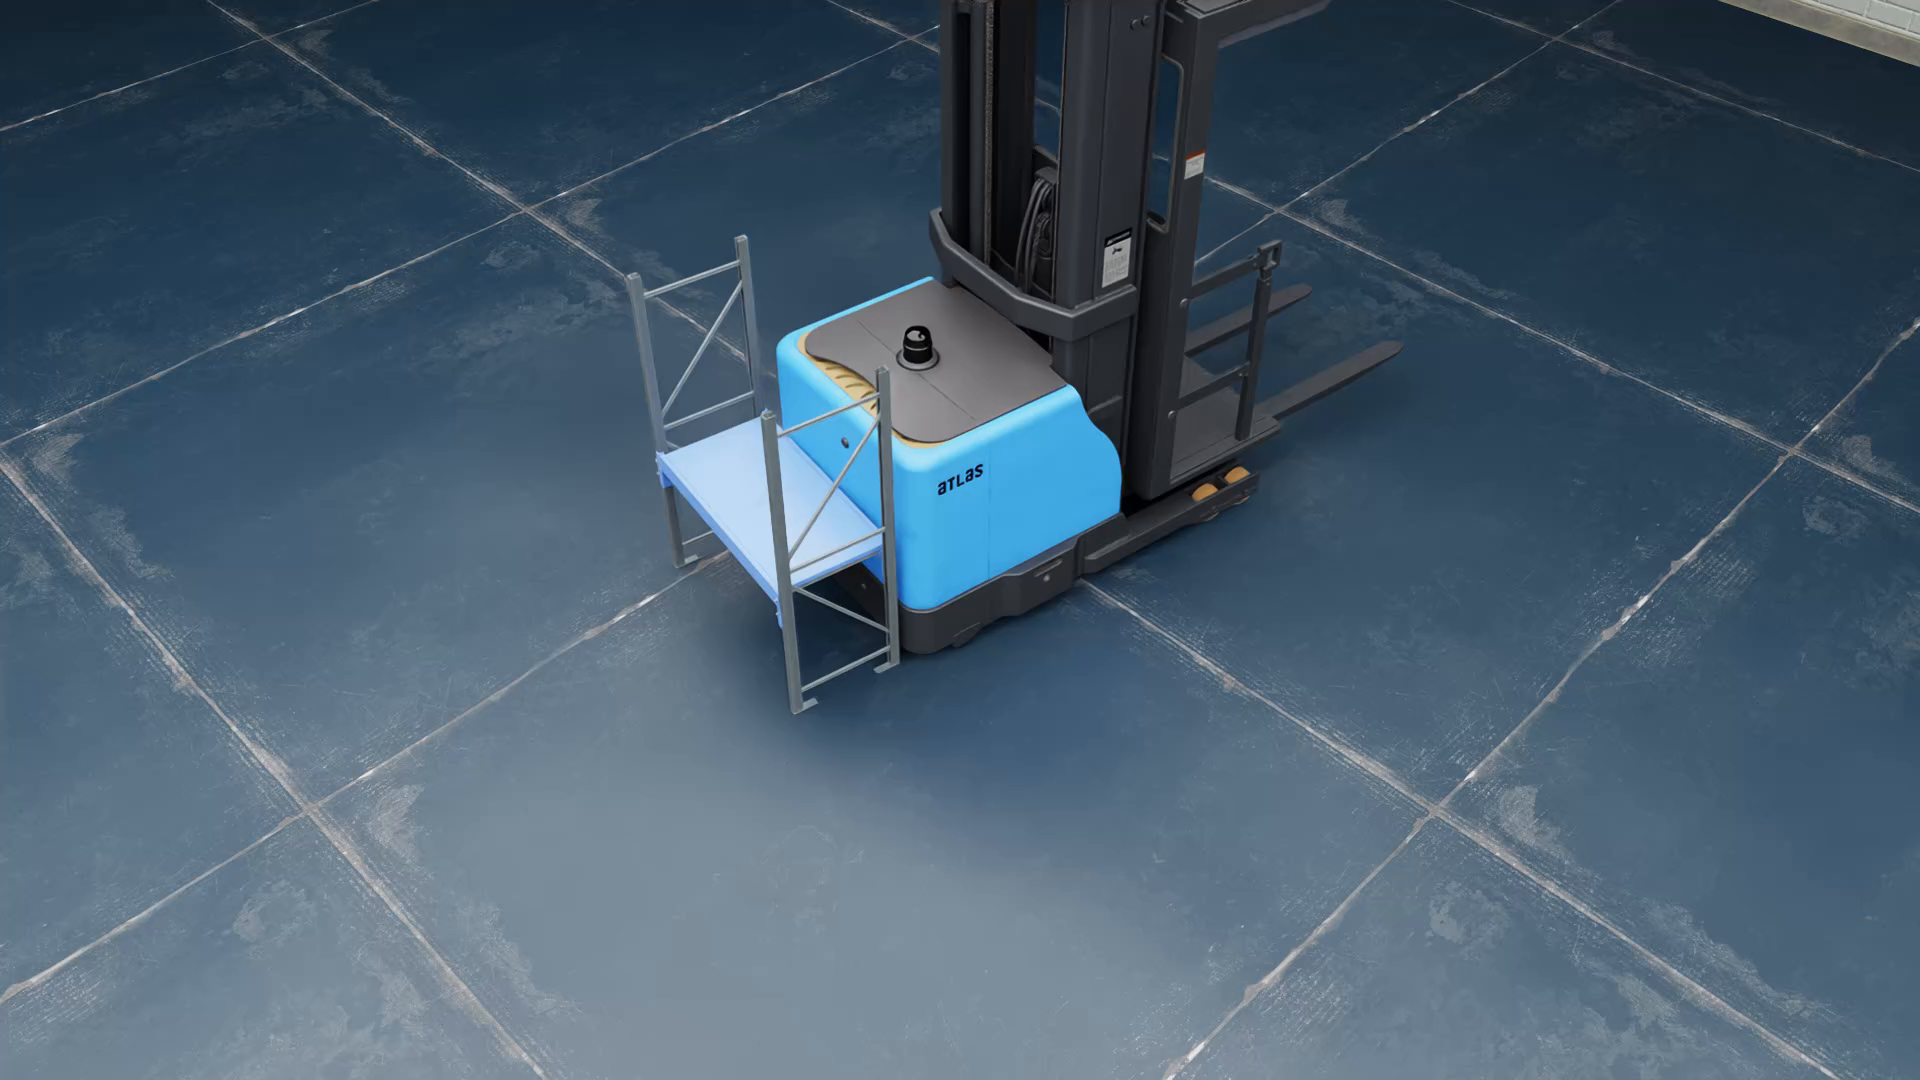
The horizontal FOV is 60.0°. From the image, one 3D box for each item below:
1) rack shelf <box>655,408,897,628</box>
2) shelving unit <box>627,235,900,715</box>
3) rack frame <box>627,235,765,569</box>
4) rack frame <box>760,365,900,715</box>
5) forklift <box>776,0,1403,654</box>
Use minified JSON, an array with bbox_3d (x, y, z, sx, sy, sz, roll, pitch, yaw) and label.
[{"bbox_3d":[-0.747,-0.110,6.647,0.538,0.185,1.000,-25,48,-24],"label":"rack shelf"},{"bbox_3d":[-0.747,-0.243,6.525,0.538,1.500,1.048,-25,48,-24],"label":"shelving unit"},{"bbox_3d":[-1.033,-0.528,6.833,0.500,1.500,0.032,-25,48,-24],"label":"rack frame"},{"bbox_3d":[-0.460,0.042,6.216,0.500,1.500,0.032,-25,48,-24],"label":"rack frame"},{"bbox_3d":[0.735,-1.426,6.751,3.031,2.935,1.130,-27,49,-26],"label":"forklift"}]
